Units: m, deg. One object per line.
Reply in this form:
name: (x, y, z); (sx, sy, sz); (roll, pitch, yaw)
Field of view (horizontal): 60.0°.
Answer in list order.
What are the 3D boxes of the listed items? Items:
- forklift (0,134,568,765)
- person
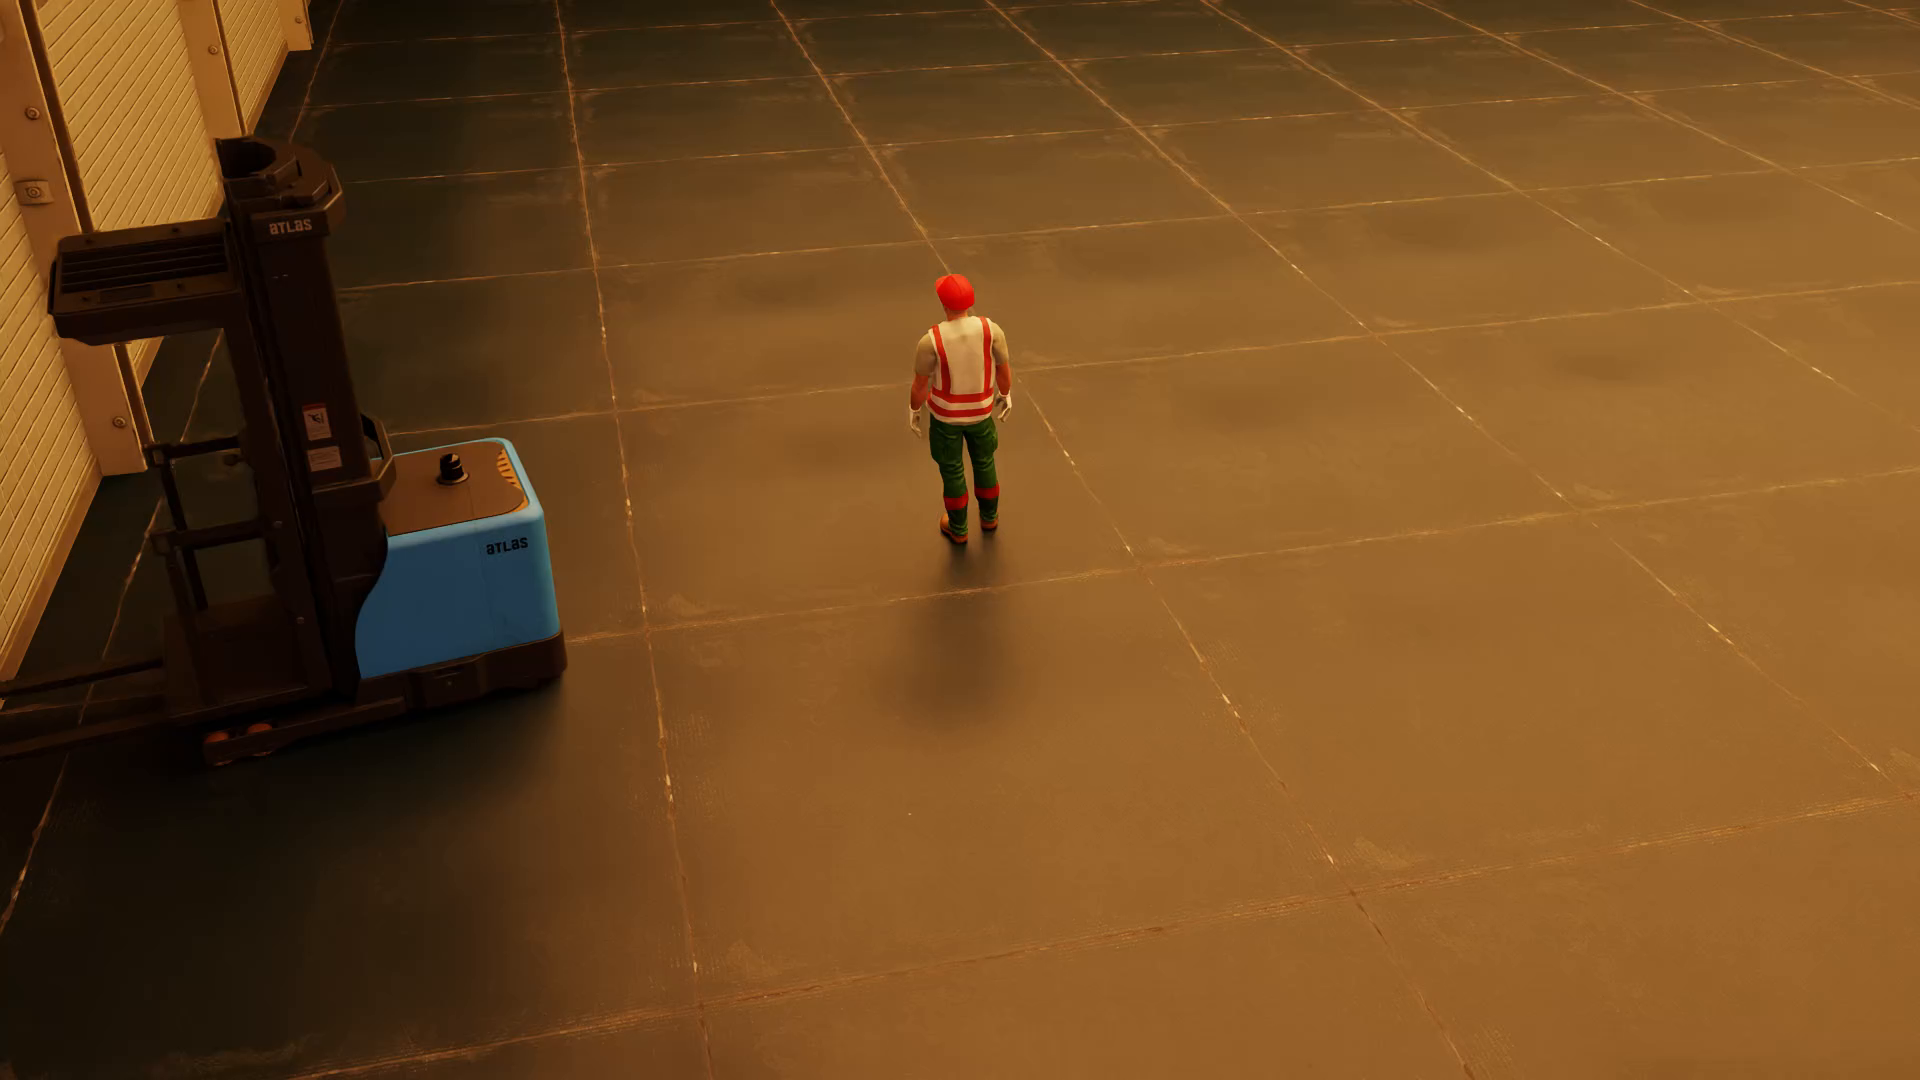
forklift: (-3.726, -0.417, 8.295); (3.031, 2.935, 1.130); (-12, 32, -20)
person: (-0.009, -0.821, 10.119); (0.638, 1.789, 0.562); (-7, 31, -12)
